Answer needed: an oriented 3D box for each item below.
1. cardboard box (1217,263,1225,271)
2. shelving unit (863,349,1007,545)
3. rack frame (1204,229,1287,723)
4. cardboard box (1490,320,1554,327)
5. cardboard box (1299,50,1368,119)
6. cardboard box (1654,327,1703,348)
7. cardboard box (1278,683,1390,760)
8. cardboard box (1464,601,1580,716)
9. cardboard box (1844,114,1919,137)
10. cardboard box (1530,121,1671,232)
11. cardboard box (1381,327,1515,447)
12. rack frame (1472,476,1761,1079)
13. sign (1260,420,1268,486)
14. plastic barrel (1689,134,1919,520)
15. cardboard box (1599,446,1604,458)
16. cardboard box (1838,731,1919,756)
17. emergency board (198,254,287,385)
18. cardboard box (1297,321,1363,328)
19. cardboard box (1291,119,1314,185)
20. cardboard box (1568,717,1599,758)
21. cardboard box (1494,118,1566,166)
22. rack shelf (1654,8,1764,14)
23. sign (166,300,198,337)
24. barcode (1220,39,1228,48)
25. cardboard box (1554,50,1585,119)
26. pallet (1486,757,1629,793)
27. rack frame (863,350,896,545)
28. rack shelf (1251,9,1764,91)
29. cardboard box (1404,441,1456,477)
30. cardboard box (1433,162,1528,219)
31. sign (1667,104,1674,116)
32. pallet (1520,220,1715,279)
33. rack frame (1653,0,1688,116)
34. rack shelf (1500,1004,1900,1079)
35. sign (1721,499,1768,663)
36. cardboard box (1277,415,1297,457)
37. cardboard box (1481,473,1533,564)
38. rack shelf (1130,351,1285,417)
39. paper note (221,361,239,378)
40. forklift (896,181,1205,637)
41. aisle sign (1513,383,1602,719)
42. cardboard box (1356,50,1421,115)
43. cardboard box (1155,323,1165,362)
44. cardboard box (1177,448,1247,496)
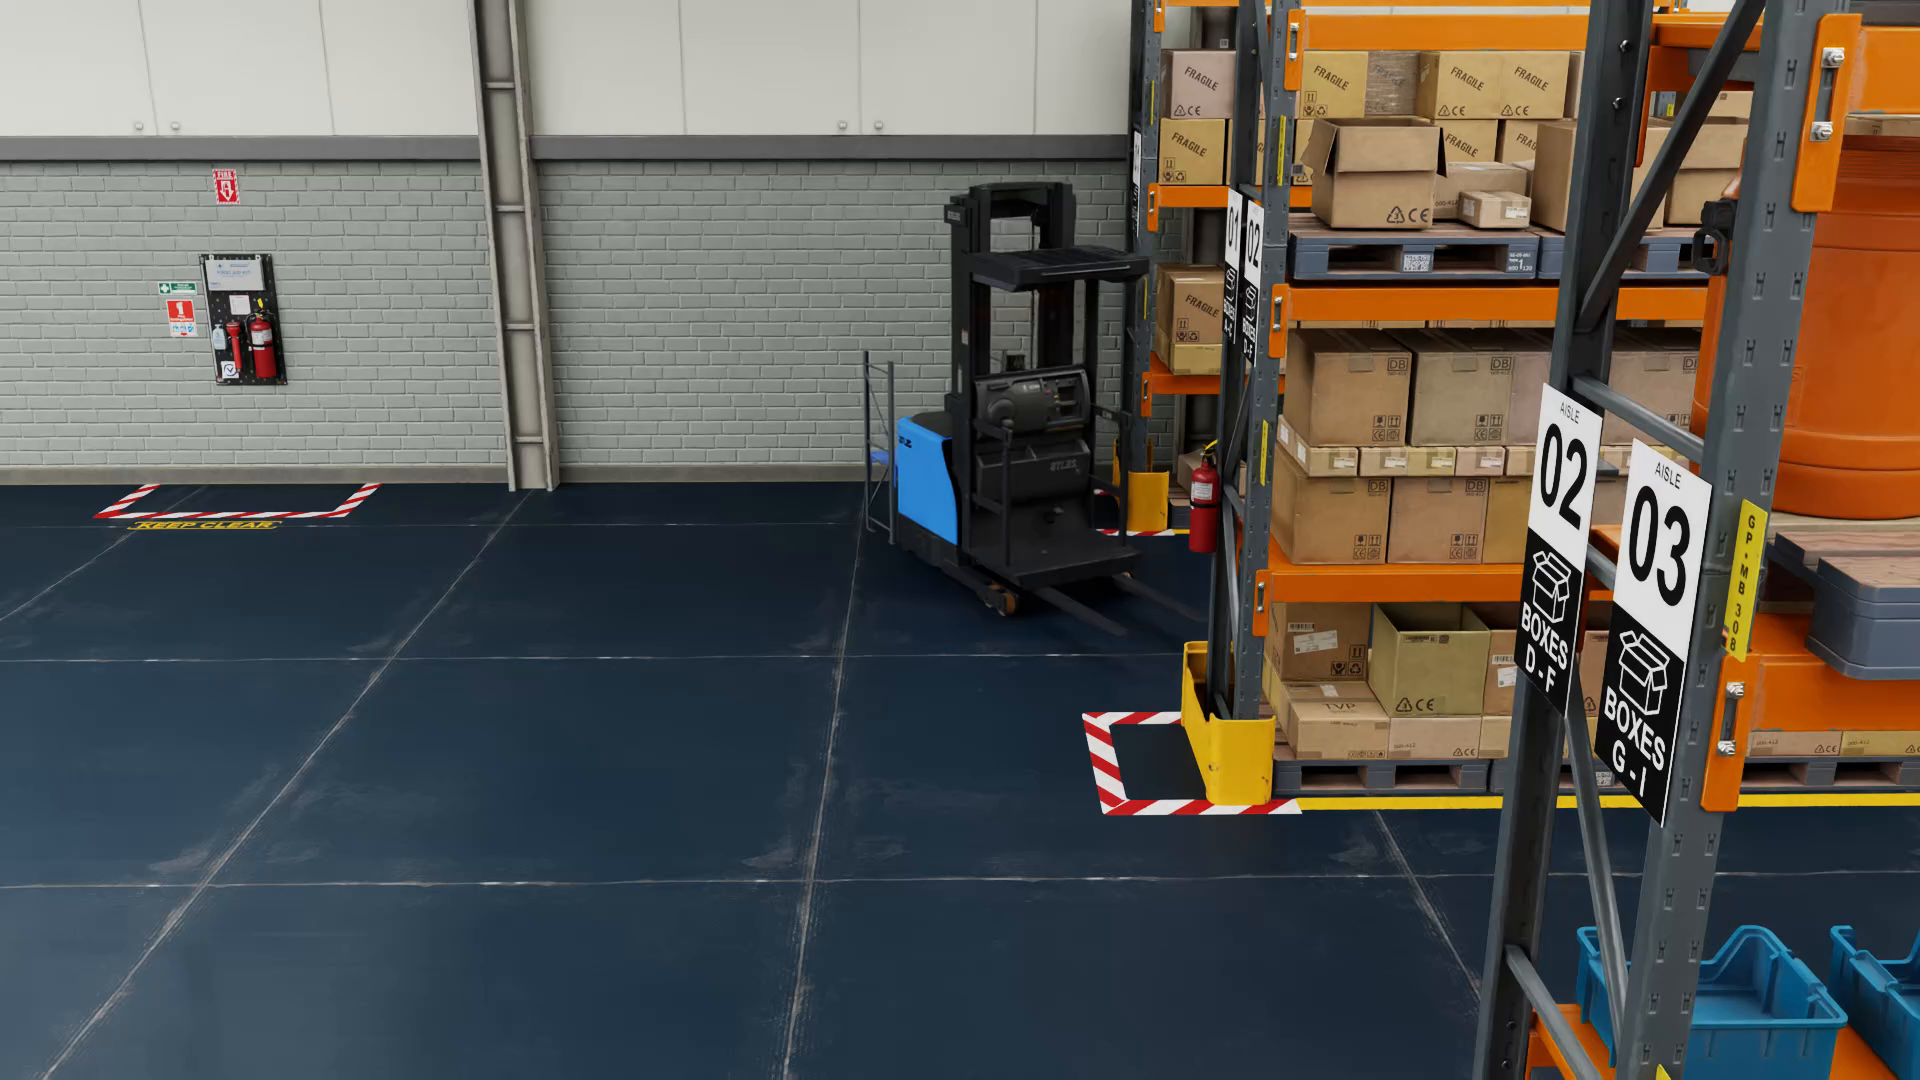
[{"bbox_3d":[2.435,-2.038,13.975,0.500,0.500,0.500,0,18,0],"label":"cardboard box"},{"bbox_3d":[-0.202,-0.818,13.643,1.048,1.500,0.538,-9,20,-27],"label":"shelving unit"},{"bbox_3d":[1.545,-0.163,9.145,0.127,3.000,1.000,0,18,-1],"label":"rack frame"},{"bbox_3d":[4.496,-1.890,13.513,0.500,0.500,0.500,0,18,-1],"label":"cardboard box"},{"bbox_3d":[2.867,-3.558,12.985,0.500,0.500,0.500,0,18,1],"label":"cardboard box"},{"bbox_3d":[4.095,-0.839,8.964,0.500,0.500,0.700,0,18,-1],"label":"cardboard box"},{"bbox_3d":[2.085,1.012,9.298,0.500,0.250,0.500,0,18,-1],"label":"cardboard box"},{"bbox_3d":[3.085,0.645,9.212,0.500,0.500,0.500,0,18,-1],"label":"cardboard box"},{"bbox_3d":[5.037,-2.003,8.890,0.500,0.500,0.500,1,18,4],"label":"cardboard box"},{"bbox_3d":[3.210,-1.830,8.351,0.500,0.500,0.500,0,18,-1],"label":"cardboard box"},{"bbox_3d":[2.591,-0.831,8.941,0.500,0.500,0.700,-1,18,-2],"label":"cardboard box"},{"bbox_3d":[1.620,1.350,4.429,0.127,3.000,1.000,0,18,-1],"label":"rack frame"},{"bbox_3d":[1.548,-0.444,8.473,0.005,0.325,0.100,0,18,-1],"label":"sign"},{"bbox_3d":[2.104,-0.524,3.970,0.708,0.830,0.600,0,18,-1],"label":"plastic barrel"},{"bbox_3d":[3.229,-0.463,8.853,0.250,0.149,0.380,-1,18,-2],"label":"cardboard box"},{"bbox_3d":[5.085,0.996,9.346,0.500,0.250,0.500,0,18,-1],"label":"cardboard box"},{"bbox_3d":[-6.321,-1.914,14.605,0.643,1.169,0.194,0,18,-1],"label":"emergency board"},{"bbox_3d":[2.956,-1.882,13.488,0.500,0.500,0.500,-1,18,-3],"label":"cardboard box"},{"bbox_3d":[2.858,-3.082,13.138,0.500,0.500,0.500,1,18,2],"label":"cardboard box"},{"bbox_3d":[3.585,1.005,9.319,0.500,0.250,0.500,0,18,-1],"label":"cardboard box"},{"bbox_3d":[4.456,-3.104,13.207,0.500,0.500,0.500,-2,18,-6],"label":"cardboard box"},{"bbox_3d":[7.463,-4.029,13.207,4.000,0.370,1.077,0,18,-1],"label":"rack shelf"},{"bbox_3d":[-6.876,-1.960,14.689,0.234,0.329,0.001,0,18,-1],"label":"sign"},{"bbox_3d":[2.165,-4.070,13.631,0.075,0.075,0.001,0,18,-1],"label":"barcode"},{"bbox_3d":[4.966,-3.572,13.027,0.500,0.500,0.500,-2,18,-6],"label":"cardboard box"},{"bbox_3d":[3.526,1.143,9.638,1.213,0.211,1.003,0,18,-1],"label":"pallet"},{"bbox_3d":[-0.650,-0.745,13.415,0.032,1.500,0.500,-9,20,-27],"label":"rack frame"},{"bbox_3d":[3.545,-2.496,8.430,4.000,0.370,1.077,0,18,-1],"label":"rack shelf"},{"bbox_3d":[2.454,-0.459,8.841,0.250,0.149,0.380,0,18,-1],"label":"cardboard box"},{"bbox_3d":[2.692,-1.873,8.893,0.500,0.250,0.500,0,18,-1],"label":"cardboard box"},{"bbox_3d":[5.479,-3.204,12.868,0.005,0.325,0.100,0,18,-1],"label":"sign"},{"bbox_3d":[3.476,-1.552,8.708,1.213,0.211,1.003,0,18,-1],"label":"pallet"},{"bbox_3d":[5.463,-4.552,13.006,0.127,3.000,1.000,0,18,-1],"label":"rack frame"},{"bbox_3d":[3.619,1.683,4.569,4.000,0.370,1.077,0,18,-1],"label":"rack shelf"},{"bbox_3d":[1.624,0.085,3.446,0.005,0.325,0.100,0,18,-1],"label":"sign"},{"bbox_3d":[1.924,-0.580,9.218,0.250,0.149,0.380,-1,18,-2],"label":"cardboard box"},{"bbox_3d":[3.034,-0.214,9.139,0.500,0.500,0.700,0,18,0],"label":"cardboard box"},{"bbox_3d":[3.463,-1.343,14.002,4.000,0.370,1.077,0,18,-1],"label":"rack shelf"},{"bbox_3d":[-6.499,-1.515,14.802,0.142,0.148,0.016,0,18,-1],"label":"paper note"},{"bbox_3d":[0.634,-1.012,11.905,1.130,2.935,3.031,-9,20,-27],"label":"forklift"},{"bbox_3d":[1.543,0.021,4.314,0.004,0.787,0.394,0,18,-1],"label":"aisle sign"},{"bbox_3d":[3.432,-3.721,13.493,0.500,0.500,0.500,0,18,-1],"label":"cardboard box"},{"bbox_3d":[1.928,-1.676,14.073,0.500,0.250,0.500,0,18,0],"label":"cardboard box"},{"bbox_3d":[2.157,-0.581,14.130,0.500,0.311,0.500,-2,18,-7],"label":"cardboard box"}]
